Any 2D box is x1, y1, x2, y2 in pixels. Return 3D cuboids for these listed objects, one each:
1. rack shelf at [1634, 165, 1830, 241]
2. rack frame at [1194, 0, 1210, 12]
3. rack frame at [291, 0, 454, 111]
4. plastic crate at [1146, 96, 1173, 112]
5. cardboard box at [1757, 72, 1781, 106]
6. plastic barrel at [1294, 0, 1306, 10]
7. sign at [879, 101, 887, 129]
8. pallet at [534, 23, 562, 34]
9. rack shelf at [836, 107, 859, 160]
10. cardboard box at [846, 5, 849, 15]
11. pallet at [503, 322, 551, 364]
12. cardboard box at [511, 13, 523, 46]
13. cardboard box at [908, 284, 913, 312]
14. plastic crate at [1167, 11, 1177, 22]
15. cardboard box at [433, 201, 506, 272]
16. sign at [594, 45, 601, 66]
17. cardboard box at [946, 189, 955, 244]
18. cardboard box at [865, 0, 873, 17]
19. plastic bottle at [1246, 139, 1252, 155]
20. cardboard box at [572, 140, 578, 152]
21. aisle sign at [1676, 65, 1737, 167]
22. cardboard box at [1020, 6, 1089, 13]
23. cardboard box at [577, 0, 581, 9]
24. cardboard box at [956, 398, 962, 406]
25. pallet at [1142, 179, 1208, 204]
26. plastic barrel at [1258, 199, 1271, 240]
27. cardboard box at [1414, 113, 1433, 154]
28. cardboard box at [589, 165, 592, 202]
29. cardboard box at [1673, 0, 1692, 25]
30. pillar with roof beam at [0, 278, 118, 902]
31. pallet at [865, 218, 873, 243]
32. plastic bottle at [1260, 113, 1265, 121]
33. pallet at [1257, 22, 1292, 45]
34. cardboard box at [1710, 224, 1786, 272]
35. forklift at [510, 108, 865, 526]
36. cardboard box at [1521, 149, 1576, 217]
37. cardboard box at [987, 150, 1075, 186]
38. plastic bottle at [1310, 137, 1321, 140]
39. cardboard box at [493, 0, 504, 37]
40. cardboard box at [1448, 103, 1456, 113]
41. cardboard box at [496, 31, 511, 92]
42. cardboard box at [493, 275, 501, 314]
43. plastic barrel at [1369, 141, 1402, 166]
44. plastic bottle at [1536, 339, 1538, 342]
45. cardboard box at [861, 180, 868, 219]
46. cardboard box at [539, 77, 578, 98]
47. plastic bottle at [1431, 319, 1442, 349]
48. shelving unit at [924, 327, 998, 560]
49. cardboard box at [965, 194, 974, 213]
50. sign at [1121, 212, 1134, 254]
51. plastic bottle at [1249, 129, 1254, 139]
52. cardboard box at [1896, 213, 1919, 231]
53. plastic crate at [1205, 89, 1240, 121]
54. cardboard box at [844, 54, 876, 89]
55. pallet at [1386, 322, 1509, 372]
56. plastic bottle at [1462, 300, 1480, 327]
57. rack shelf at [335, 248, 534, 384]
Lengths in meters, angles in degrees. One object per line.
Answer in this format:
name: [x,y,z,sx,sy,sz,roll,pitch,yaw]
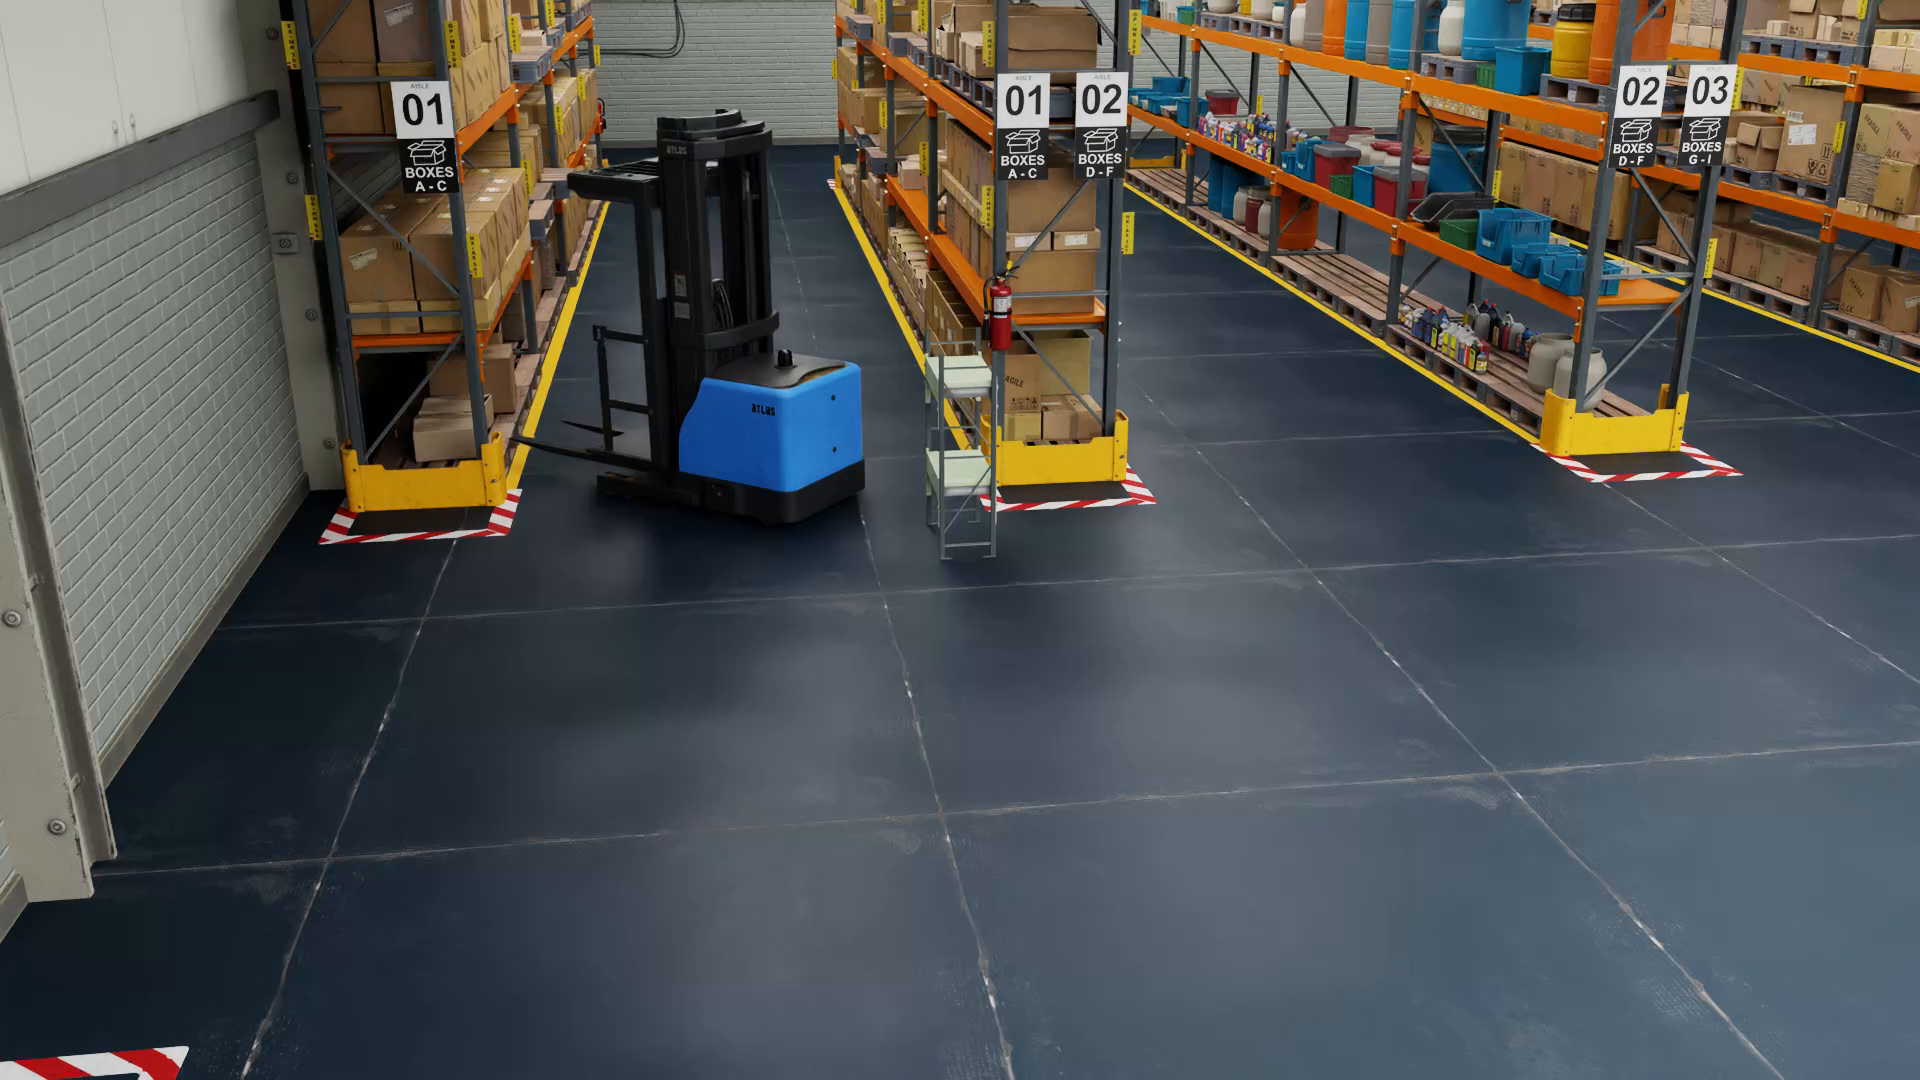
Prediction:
rack shelf: [9.696,-4.168,20.116,1.077,0.370,4.000,-3,21,-8]
rack frame: [3.930,-9.143,23.833,1.000,3.000,0.127,-3,21,-8]
rack frame: [-4.144,-4.488,11.372,1.000,3.000,0.127,-3,21,-8]
plastic crate: [3.253,-7.109,27.116,0.416,0.233,0.300,-3,21,-8]
cardboard box: [13.331,-7.316,26.950,0.500,0.500,0.500,-3,21,-9]
plastic barrel: [4.428,-6.947,21.028,0.600,0.830,0.708,-3,21,-8]
sign: [-0.931,-5.173,20.239,0.100,0.325,0.005,-3,21,-8]
pallet: [-5.606,-6.372,20.971,1.003,0.211,1.213,-2,21,-5]
rack shelf: [-1.261,-6.439,26.198,1.077,0.370,4.000,-3,21,-8]
cardboard box: [-1.448,-7.920,25.061,0.500,0.250,0.500,-3,21,-8]
pallet: [-4.834,-2.026,17.339,1.003,0.211,1.213,-3,21,-8]
cardboard box: [-5.202,-5.457,18.077,0.797,0.503,0.637,0,20,0]
cardboard box: [-0.311,-2.704,18.498,0.500,0.250,0.500,-2,21,-7]
plastic crate: [3.370,-8.035,25.532,0.293,0.136,0.466,-3,21,-8]
cardboard box: [-4.045,-2.499,13.735,0.500,0.500,0.500,-4,21,-10]
sign: [-5.911,-7.893,27.070,0.100,0.325,0.005,-3,21,-8]
cardboard box: [0.251,-3.207,16.374,0.700,0.500,0.500,-3,21,-9]
cardboard box: [-0.973,-7.601,23.107,0.600,0.600,0.600,-5,21,-13]
plastic bottle: [3.910,-5.296,22.392,0.097,0.201,0.097,0,20,0]
cardboard box: [-5.396,-5.355,22.597,0.380,0.149,0.250,-3,21,-8]
aisle sign: [5.960,-3.385,13.277,0.394,0.787,0.004,-3,21,-8]
cardboard box: [0.789,-4.232,14.030,0.500,0.500,0.500,-3,21,-8]
cardboard box: [-5.772,-7.841,24.106,0.500,0.250,0.500,-3,21,-9]
cardboard box: [0.230,-1.354,14.884,0.500,0.250,0.500,-3,21,-8]
pallet: [3.606,-5.702,27.181,1.003,0.211,1.213,-3,21,-8]
plastic barrel: [4.249,-4.338,22.499,0.421,0.512,0.421,0,20,0]
cardboard box: [8.426,-6.951,28.976,0.875,0.875,0.875,-3,21,-8]
cardboard box: [-6.021,-5.474,25.559,0.700,0.500,0.500,-2,21,-6]
cardboard box: [9.221,-6.708,20.744,0.500,0.500,0.500,-3,21,-7]
pillar with roof beam: [0.024,-2.827,6.923,9.100,9.000,0.400,-3,21,-8]
pallet: [-0.818,-4.498,23.957,1.003,0.211,1.213,-3,21,-8]
plastic bottle: [4.386,-6.007,24.084,0.144,0.351,0.185,-3,21,-8]
pallet: [4.493,-6.534,21.406,1.003,0.211,1.213,-3,21,-8]
cardboard box: [9.705,-3.614,20.549,0.700,0.500,0.500,-1,21,-3]
forklift: [-2.280,-1.844,12.963,3.031,2.935,1.130,12,23,28]
cardboard box: [9.073,-5.254,24.431,1.225,0.875,0.875,-4,21,-10]
cardboard box: [0.614,-2.946,13.819,0.700,0.500,0.500,-3,21,-9]
plastic bottle: [4.697,-5.216,22.070,0.152,0.276,0.135,-3,21,-8]
cardboard box: [-4.290,-4.642,14.471,0.500,0.500,0.500,-2,21,-5]
cardboard box: [8.242,-7.087,27.262,0.380,0.149,0.250,-3,21,-7]
cardboard box: [-4.403,-4.361,15.146,0.500,0.500,0.500,-2,21,-6]
cardboard box: [-3.989,-1.981,13.419,0.500,0.250,0.500,-4,21,-9]
plastic barrel: [4.994,-4.372,19.441,0.433,0.535,0.433,0,20,0]
plastic bottle: [5.657,-1.868,16.200,0.097,0.271,0.097,0,20,0]
cardboard box: [-1.144,-4.939,24.097,0.500,0.500,0.500,-4,21,-10]
cardboard box: [-5.553,-6.231,22.943,0.500,0.250,0.500,-2,21,-6]
plastic bottle: [4.799,-2.071,16.727,0.061,0.283,0.133,-2,21,-5]
shelving unit: [0.001,-0.700,11.948,0.431,1.500,0.755,-3,21,-8]
cardboard box: [0.255,-3.026,14.960,0.380,0.149,0.250,-3,21,-8]
sign: [1.308,-2.397,12.998,0.100,0.325,0.005,-3,21,-8]
plastic bottle: [3.977,-5.478,22.763,0.061,0.283,0.133,-3,21,-8]
cardboard box: [9.845,-3.258,17.011,0.380,0.149,0.250,-3,21,-8]
plastic crate: [4.049,-6.712,25.723,0.402,0.464,0.583,-3,21,-8]
cardboard box: [-1.522,-7.287,25.868,0.500,0.500,0.500,-3,21,-8]
pallet: [5.139,-2.021,17.327,1.003,0.211,1.213,-3,21,-8]
plastic bottle: [5.319,-2.312,17.276,0.144,0.351,0.185,-3,21,-8]
rack shelf: [-4.432,-2.033,14.401,1.077,0.370,4.000,-3,21,-8]
